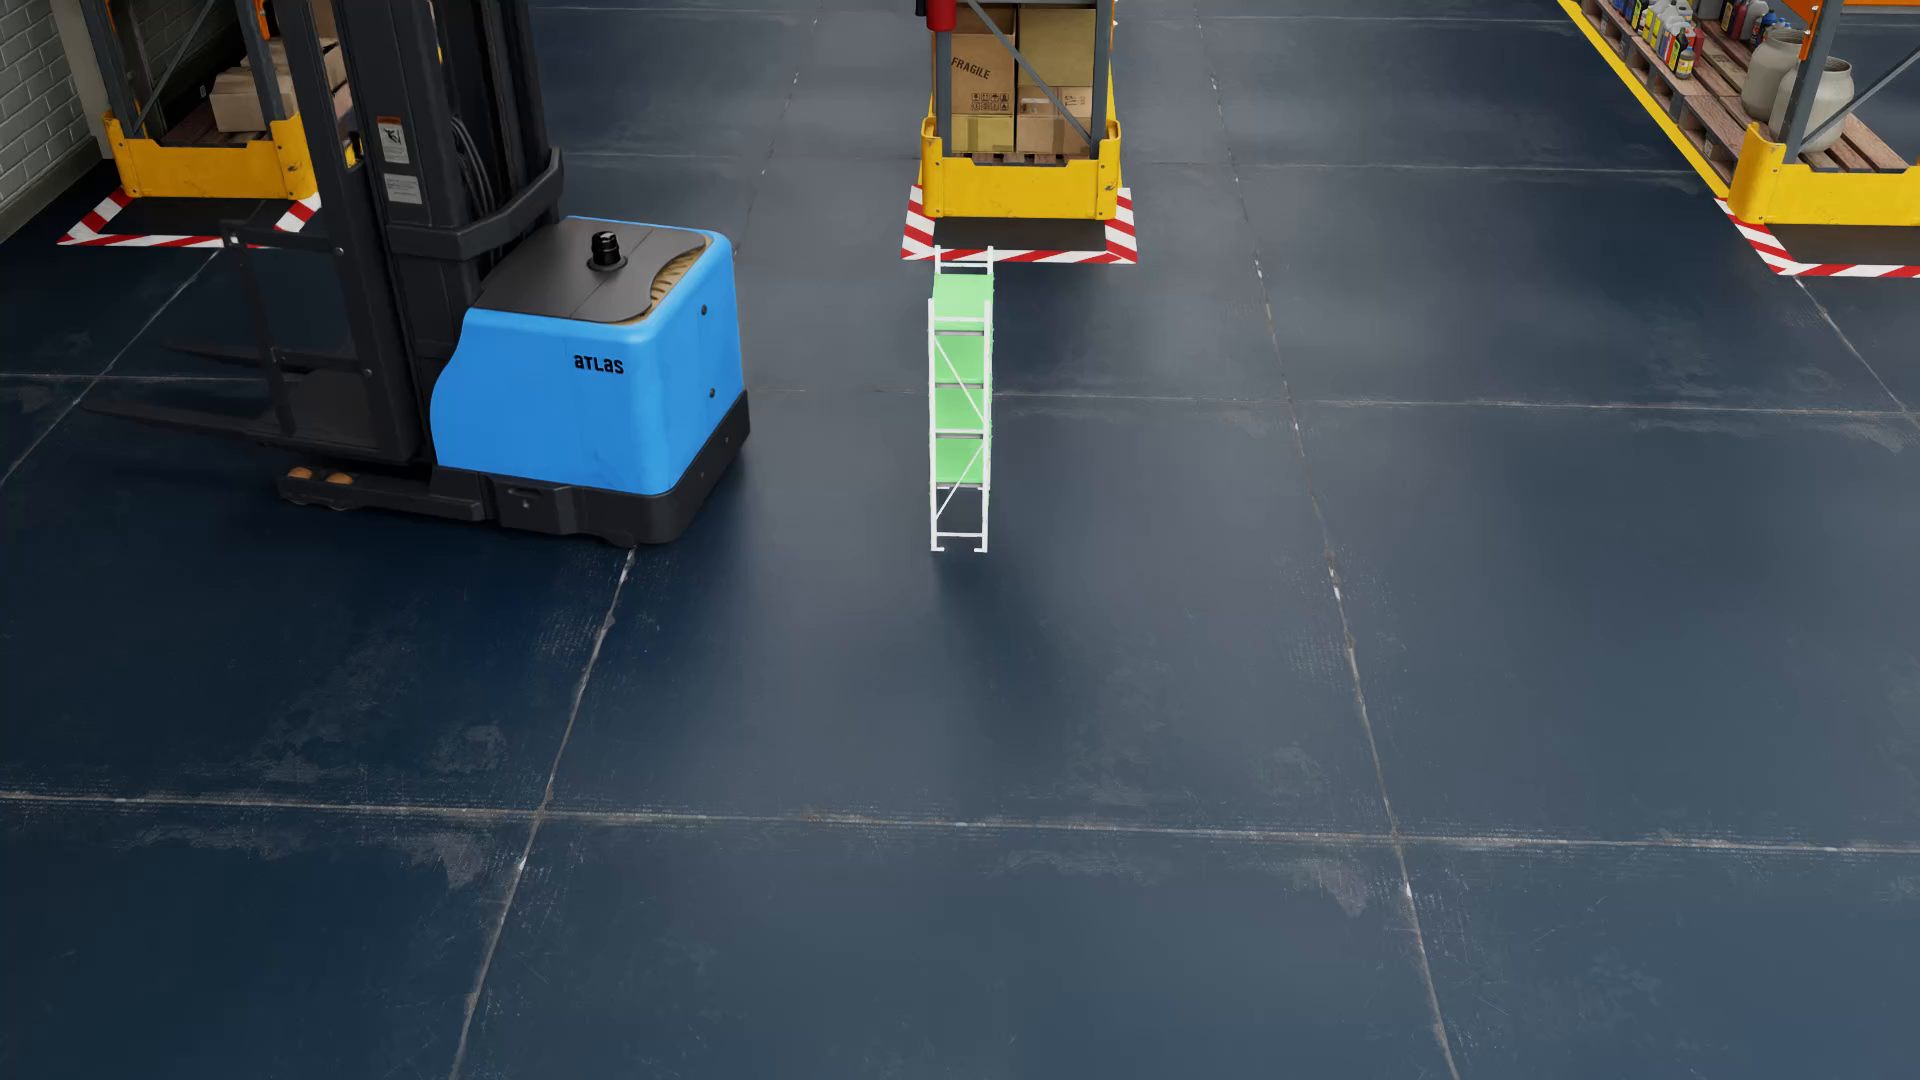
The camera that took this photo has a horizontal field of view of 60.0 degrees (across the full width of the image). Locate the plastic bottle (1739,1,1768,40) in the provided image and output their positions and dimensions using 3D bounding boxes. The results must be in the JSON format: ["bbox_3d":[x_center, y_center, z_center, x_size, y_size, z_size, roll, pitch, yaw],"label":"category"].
[{"bbox_3d":[5.703,-3.756,11.971,0.152,0.276,0.135,2,35,3],"label":"plastic bottle"}]

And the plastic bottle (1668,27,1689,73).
[{"bbox_3d":[4.934,-3.359,11.401,0.061,0.283,0.133,2,35,3],"label":"plastic bottle"}]

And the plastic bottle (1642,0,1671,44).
[{"bbox_3d":[5.000,-3.745,11.891,0.144,0.351,0.185,1,35,2],"label":"plastic bottle"}]

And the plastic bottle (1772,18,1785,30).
[{"bbox_3d":[5.714,-3.510,11.626,0.097,0.271,0.097,0,35,0],"label":"plastic bottle"}]

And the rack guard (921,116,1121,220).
[{"bbox_3d":[0.361,-2.238,9.999,1.175,0.500,0.348,1,35,2],"label":"rack guard"}]

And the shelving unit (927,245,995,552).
[{"bbox_3d":[0.007,-0.586,7.040,0.258,1.200,0.503,1,35,2],"label":"shelving unit"}]

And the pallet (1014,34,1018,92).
[{"bbox_3d":[0.403,-3.273,11.723,1.003,0.211,1.213,1,35,2],"label":"pallet"}]

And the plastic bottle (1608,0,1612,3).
[{"bbox_3d":[5.013,-4.201,12.670,0.097,0.201,0.097,0,35,0],"label":"plastic bottle"}]

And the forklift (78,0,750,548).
[{"bbox_3d":[-2.564,-1.615,6.999,3.031,2.935,1.130,8,36,12],"label":"forklift"}]

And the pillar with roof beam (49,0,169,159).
[{"bbox_3d":[-1.122,-6.164,8.194,9.100,9.000,0.400,1,35,2],"label":"pillar with roof beam"}]

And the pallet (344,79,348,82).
[{"bbox_3d":[-4.465,-3.454,11.981,1.003,0.211,1.213,1,35,2],"label":"pallet"}]

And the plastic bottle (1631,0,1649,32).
[{"bbox_3d":[4.969,-3.868,12.124,0.061,0.283,0.133,3,35,4],"label":"plastic bottle"}]

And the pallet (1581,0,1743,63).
[{"bbox_3d":[5.404,-3.930,12.658,1.003,0.211,1.213,1,35,2],"label":"pallet"}]

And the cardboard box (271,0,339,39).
[{"bbox_3d":[-4.367,-3.687,11.679,0.700,0.500,0.500,-1,35,-1],"label":"cardboard box"}]

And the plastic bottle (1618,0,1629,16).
[{"bbox_3d":[5.025,-4.098,12.393,0.144,0.351,0.185,2,35,3],"label":"plastic bottle"}]

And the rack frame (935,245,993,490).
[{"bbox_3d":[0.016,-0.726,7.240,0.240,1.200,0.015,1,35,2],"label":"rack frame"}]

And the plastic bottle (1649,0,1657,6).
[{"bbox_3d":[5.049,-3.871,12.140,0.097,0.271,0.097,0,35,0],"label":"plastic bottle"}]

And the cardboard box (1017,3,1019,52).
[{"bbox_3d":[0.632,-3.506,11.003,0.500,0.500,0.500,1,35,2],"label":"cardboard box"}]

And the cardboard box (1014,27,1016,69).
[{"bbox_3d":[0.137,-3.498,11.645,0.500,0.250,0.500,1,35,2],"label":"cardboard box"}]

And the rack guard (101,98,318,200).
[{"bbox_3d":[-4.584,-2.407,10.241,1.175,0.500,0.348,1,35,2],"label":"rack guard"}]

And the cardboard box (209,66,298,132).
[{"bbox_3d":[-4.470,-2.862,10.669,0.500,0.311,0.500,-2,35,-3],"label":"cardboard box"}]

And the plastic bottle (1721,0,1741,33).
[{"bbox_3d":[5.610,-3.839,12.084,0.061,0.283,0.133,1,35,2],"label":"plastic bottle"}]

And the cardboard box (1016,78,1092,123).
[{"bbox_3d":[0.623,-2.911,10.810,0.500,0.250,0.500,1,35,2],"label":"cardboard box"}]

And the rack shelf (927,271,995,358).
[{"bbox_3d":[0.007,-0.926,6.801,0.258,0.148,0.480,1,35,2],"label":"rack shelf"}]

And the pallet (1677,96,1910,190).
[{"bbox_3d":[5.306,-2.528,10.664,1.003,0.211,1.213,1,35,2],"label":"pallet"}]

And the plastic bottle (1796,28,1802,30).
[{"bbox_3d":[5.723,-3.390,11.445,0.061,0.283,0.133,2,35,3],"label":"plastic bottle"}]

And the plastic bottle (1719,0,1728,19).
[{"bbox_3d":[5.727,-4.065,12.346,0.144,0.351,0.185,0,35,0],"label":"plastic bottle"}]

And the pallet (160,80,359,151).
[{"bbox_3d":[-4.517,-2.755,10.987,1.003,0.211,1.213,1,35,2],"label":"pallet"}]

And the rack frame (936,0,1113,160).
[{"bbox_3d":[0.362,-3.274,9.300,1.000,3.000,0.127,1,35,2],"label":"rack frame"}]

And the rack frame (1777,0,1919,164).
[{"bbox_3d":[5.312,-3.158,9.134,1.000,3.000,0.127,1,35,2],"label":"rack frame"}]

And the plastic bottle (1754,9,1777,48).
[{"bbox_3d":[5.722,-3.627,11.792,0.097,0.271,0.097,0,35,0],"label":"plastic bottle"}]

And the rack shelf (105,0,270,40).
[{"bbox_3d":[-4.507,-4.241,11.301,1.077,0.370,4.000,1,35,2],"label":"rack shelf"}]

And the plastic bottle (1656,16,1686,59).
[{"bbox_3d":[4.990,-3.512,11.625,0.152,0.276,0.135,0,35,1],"label":"plastic bottle"}]

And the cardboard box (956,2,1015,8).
[{"bbox_3d":[0.112,-3.518,11.020,0.500,0.500,0.500,1,35,2],"label":"cardboard box"}]

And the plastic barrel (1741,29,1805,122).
[{"bbox_3d":[5.282,-2.979,10.679,0.421,0.512,0.421,0,35,0],"label":"plastic barrel"}]

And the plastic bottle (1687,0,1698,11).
[{"bbox_3d":[5.590,-4.179,12.508,0.144,0.351,0.185,1,35,2],"label":"plastic bottle"}]

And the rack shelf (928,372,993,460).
[{"bbox_3d":[0.007,-0.534,7.077,0.258,0.148,0.480,1,35,2],"label":"rack shelf"}]
